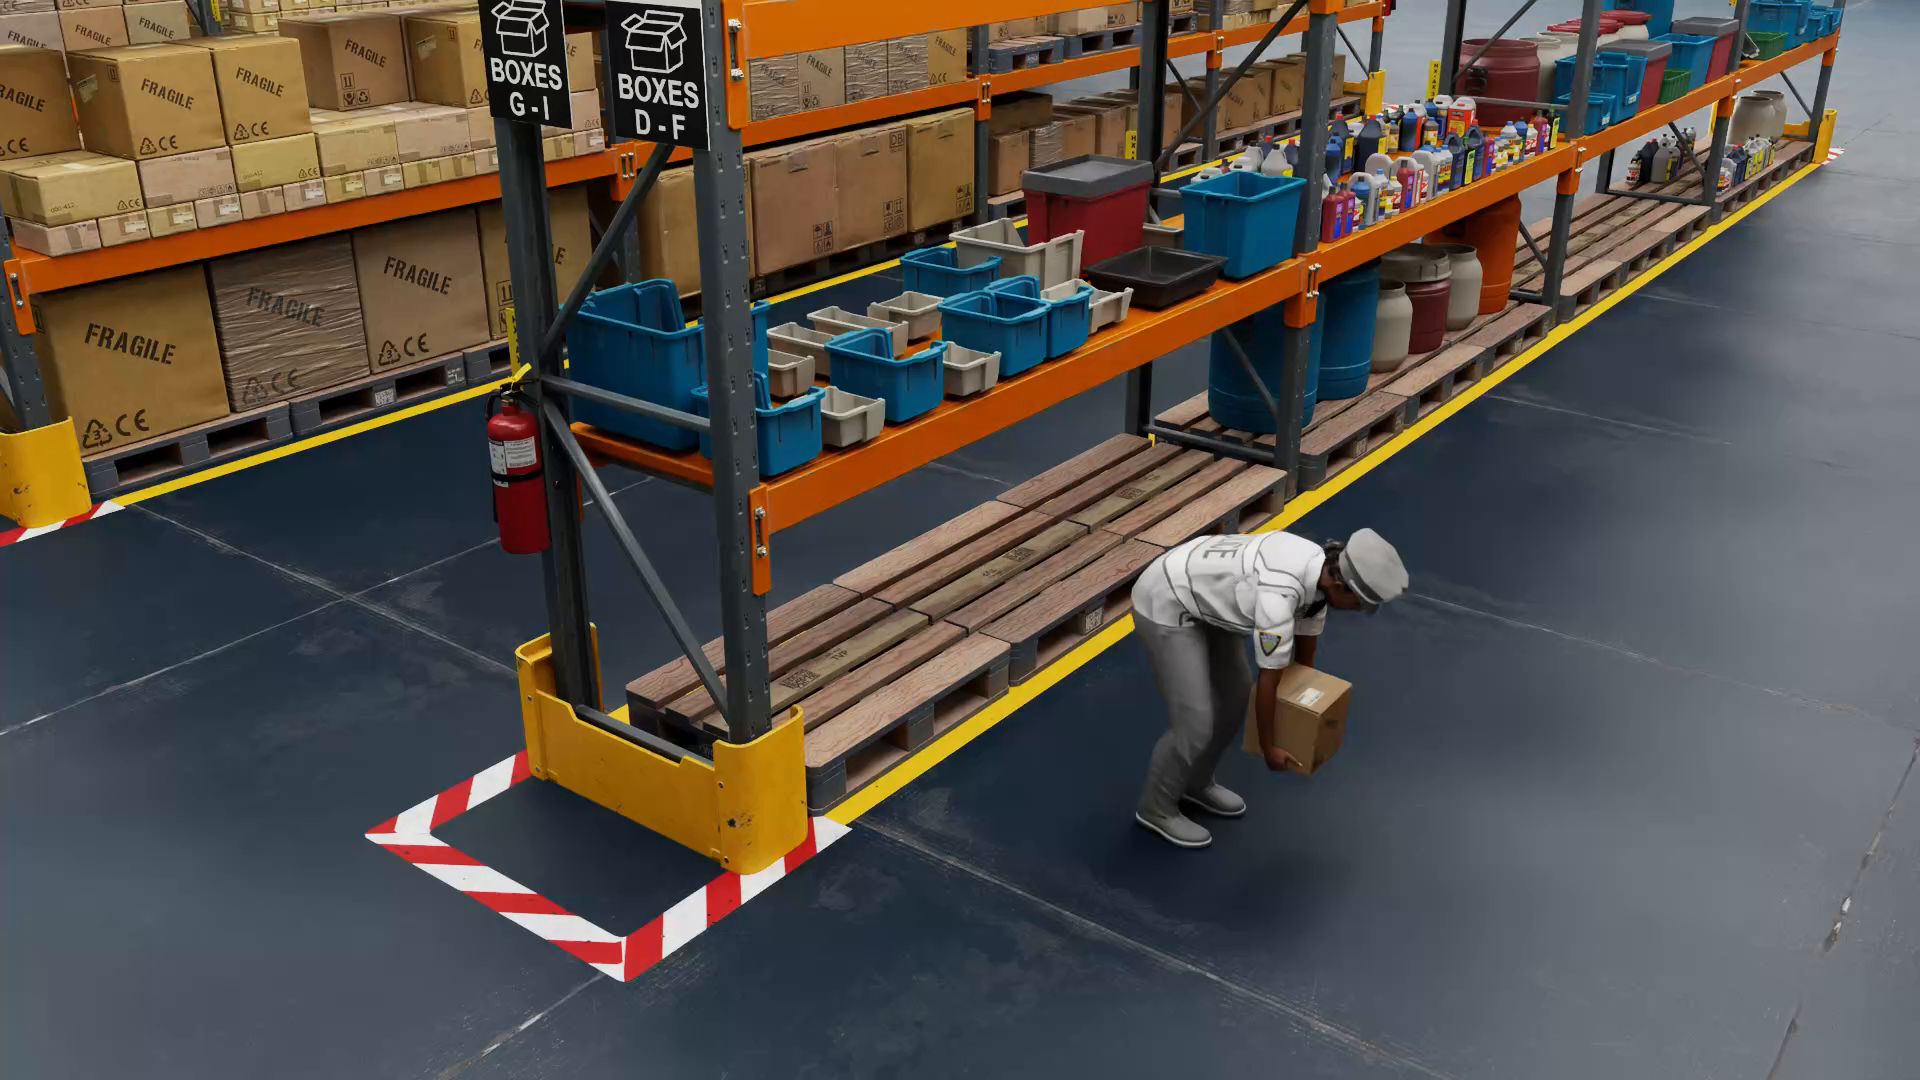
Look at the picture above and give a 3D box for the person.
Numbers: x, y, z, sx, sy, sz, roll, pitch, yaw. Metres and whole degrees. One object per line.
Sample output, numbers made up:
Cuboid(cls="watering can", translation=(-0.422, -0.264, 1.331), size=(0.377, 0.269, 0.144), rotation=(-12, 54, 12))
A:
Cuboid(cls="person", translation=(1.008, 0.501, 5.609), size=(0.920, 1.201, 0.417), rotation=(16, 28, 32))
